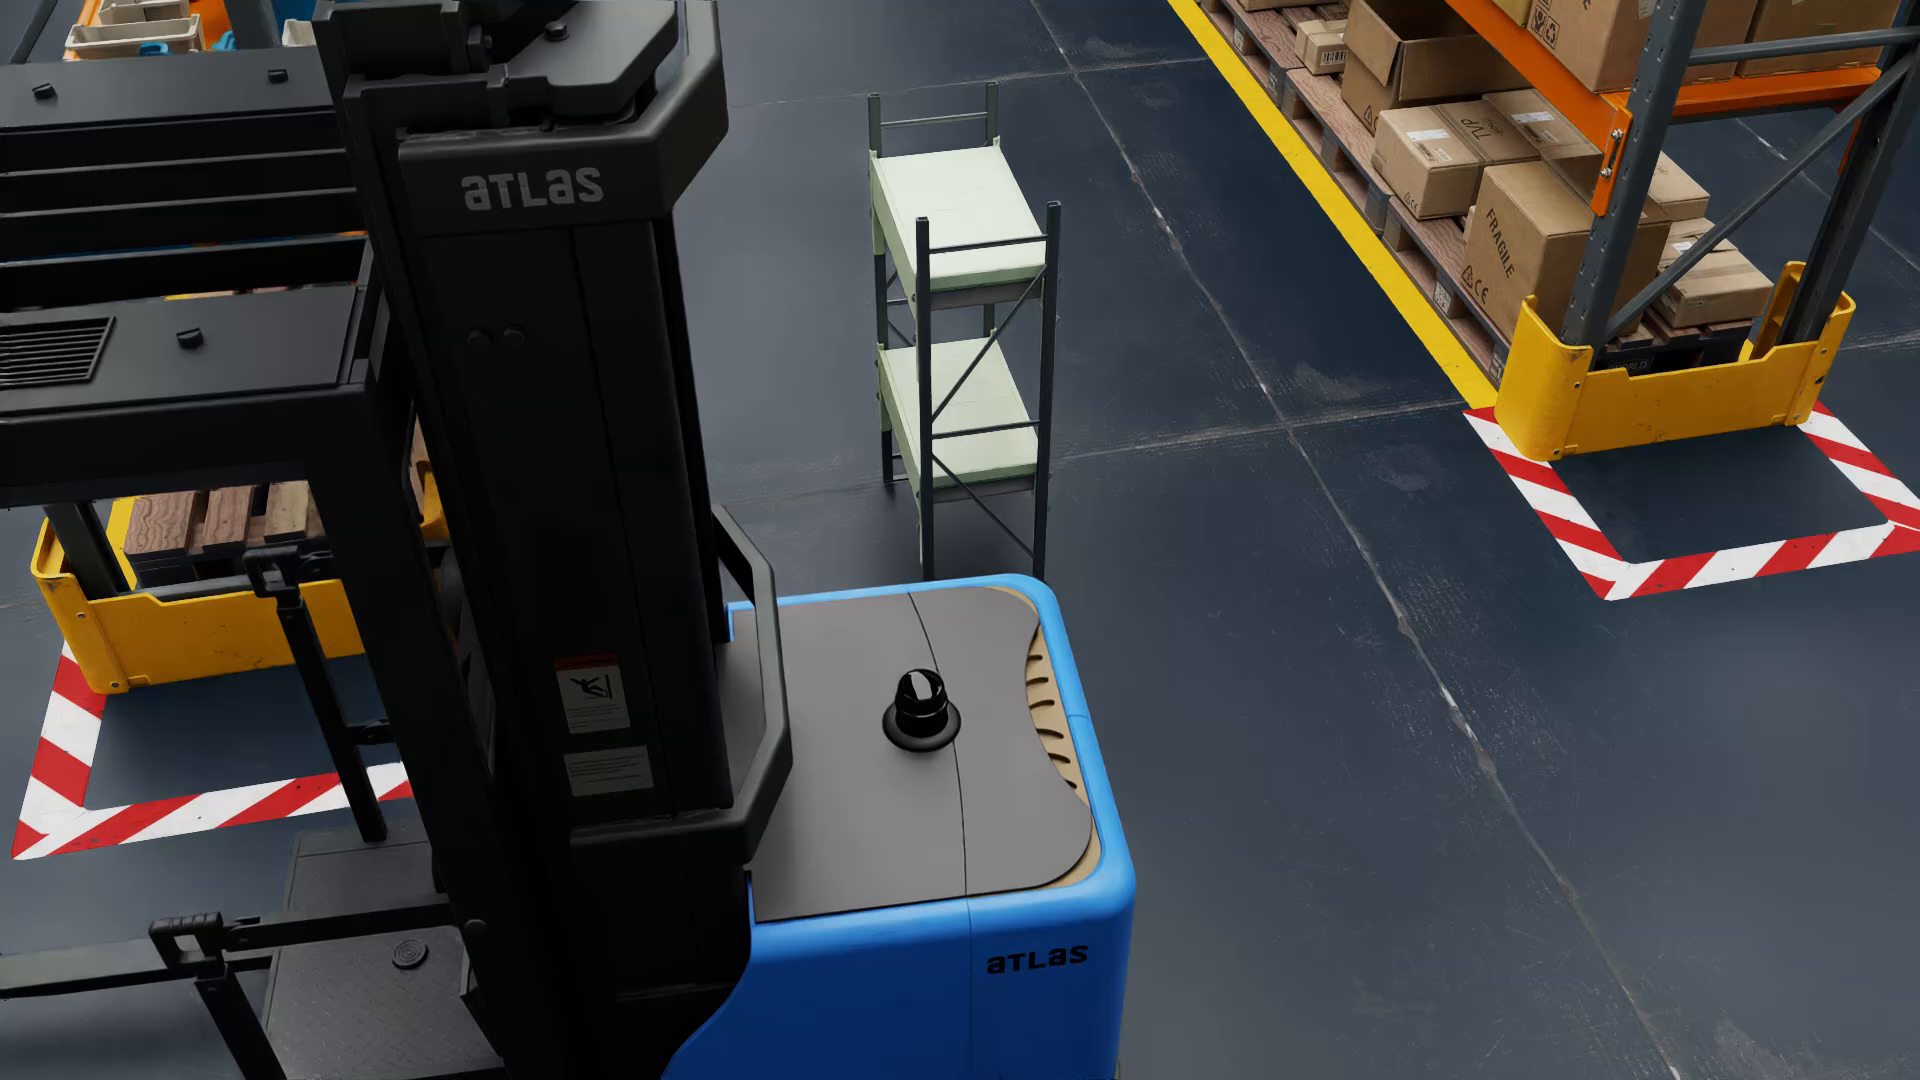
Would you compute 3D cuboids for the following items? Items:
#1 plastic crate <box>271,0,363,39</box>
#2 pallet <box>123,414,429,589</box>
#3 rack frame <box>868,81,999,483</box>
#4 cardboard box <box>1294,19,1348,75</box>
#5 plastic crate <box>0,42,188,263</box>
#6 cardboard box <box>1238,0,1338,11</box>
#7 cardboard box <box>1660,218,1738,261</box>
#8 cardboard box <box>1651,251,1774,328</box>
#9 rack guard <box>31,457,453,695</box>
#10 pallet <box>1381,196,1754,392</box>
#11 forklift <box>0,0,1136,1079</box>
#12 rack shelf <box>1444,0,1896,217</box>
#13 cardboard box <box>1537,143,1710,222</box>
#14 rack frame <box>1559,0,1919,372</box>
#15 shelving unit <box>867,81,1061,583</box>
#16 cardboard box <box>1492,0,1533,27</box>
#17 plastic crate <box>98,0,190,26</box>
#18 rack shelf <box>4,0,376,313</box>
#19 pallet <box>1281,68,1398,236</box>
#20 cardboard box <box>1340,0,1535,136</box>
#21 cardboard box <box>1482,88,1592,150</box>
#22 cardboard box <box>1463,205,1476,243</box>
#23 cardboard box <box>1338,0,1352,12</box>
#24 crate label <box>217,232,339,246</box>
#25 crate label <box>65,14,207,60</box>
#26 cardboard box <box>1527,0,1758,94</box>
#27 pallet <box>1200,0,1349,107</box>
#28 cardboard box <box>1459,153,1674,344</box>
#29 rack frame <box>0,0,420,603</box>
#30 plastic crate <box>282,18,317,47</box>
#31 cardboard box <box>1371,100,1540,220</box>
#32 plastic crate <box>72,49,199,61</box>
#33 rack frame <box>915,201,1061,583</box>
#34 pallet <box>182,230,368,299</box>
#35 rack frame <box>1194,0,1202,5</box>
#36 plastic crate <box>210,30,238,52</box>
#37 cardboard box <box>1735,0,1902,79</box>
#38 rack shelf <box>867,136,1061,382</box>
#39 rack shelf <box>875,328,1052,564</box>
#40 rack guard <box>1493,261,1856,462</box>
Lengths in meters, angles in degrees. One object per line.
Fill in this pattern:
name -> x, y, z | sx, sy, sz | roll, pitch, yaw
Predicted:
plastic crate -> -2.229, -1.858, 5.664 | 0.416, 0.233, 0.300 | -8, 42, -9
pallet -> -2.353, -0.335, 5.968 | 1.003, 0.211, 1.213 | -8, 42, -9
rack frame -> -0.080, -0.802, 5.524 | 0.400, 1.500, 0.023 | -8, 42, -9
cardboard box -> 1.837, -2.380, 7.974 | 0.380, 0.166, 0.250 | -8, 42, -9
plastic crate -> -2.467, -1.063, 4.616 | 0.616, 0.435, 0.499 | -8, 42, -9
cardboard box -> 1.641, -2.993, 8.557 | 0.500, 0.311, 0.500 | -8, 42, -9
cardboard box -> 2.816, -1.132, 6.569 | 0.380, 0.166, 0.250 | -8, 42, -9
cardboard box -> 2.870, -0.964, 6.392 | 0.380, 0.149, 0.250 | -8, 42, -9
rack guard -> -2.195, 0.111, 5.248 | 1.175, 0.500, 0.348 | -8, 42, -9
pallet -> 2.435, -1.068, 6.794 | 1.003, 0.211, 1.213 | -8, 42, -9
forklift -> -1.187, 0.243, 3.269 | 3.031, 2.935, 1.130 | -6, 42, -7
rack shelf -> 2.193, -2.572, 6.930 | 1.077, 0.370, 4.000 | -8, 42, -9
cardboard box -> 2.676, -1.398, 6.805 | 0.500, 0.250, 0.500 | -8, 42, -9
rack frame -> 2.625, -1.545, 5.231 | 1.000, 3.000, 0.127 | -8, 42, -9
shelving unit -> -0.001, -0.565, 5.257 | 0.431, 1.500, 0.755 | -8, 42, -9
cardboard box -> 2.147, -2.169, 5.859 | 0.500, 0.500, 0.500 | -8, 42, -9
plastic crate -> -2.780, -1.820, 5.694 | 0.298, 0.136, 0.250 | -8, 42, -9
rack shelf -> -2.645, -1.865, 6.133 | 1.077, 0.370, 4.000 | -8, 42, -9
pallet -> 2.175, -1.857, 7.683 | 1.003, 0.211, 1.213 | -8, 42, -9
cardboard box -> 2.172, -2.151, 7.463 | 0.797, 0.503, 0.637 | -8, 42, -9
cardboard box -> 2.568, -1.722, 7.170 | 0.500, 0.250, 0.500 | -8, 42, -9
cardboard box -> 2.267, -1.242, 6.693 | 0.380, 0.166, 0.250 | -8, 42, -9
cardboard box -> 2.161, -3.038, 8.465 | 0.500, 0.500, 0.500 | -8, 42, -9
crate label -> -1.945, -1.004, 4.703 | 0.416, 0.233, 0.303 | -8, 42, -9
crate label -> -2.698, -1.631, 5.481 | 0.396, 0.136, 0.243 | -8, 42, -9
cardboard box -> 2.262, -1.833, 5.480 | 0.500, 0.500, 0.500 | -7, 42, -8
pallet -> 1.909, -2.649, 8.576 | 1.003, 0.211, 1.213 | -8, 42, -9
cardboard box -> 2.267, -1.091, 6.272 | 0.500, 0.500, 0.500 | -8, 42, -9
rack frame -> -2.213, -0.837, 4.434 | 1.000, 3.000, 0.127 | -8, 42, -9
plastic crate -> -2.079, -1.628, 5.478 | 0.250, 0.136, 0.298 | -8, 42, -9
cardboard box -> 2.091, -1.618, 7.053 | 0.500, 0.250, 0.500 | -8, 42, -9
plastic crate -> -2.614, -1.454, 5.282 | 0.396, 0.136, 0.243 | -8, 42, -9
rack frame -> 0.078, -0.328, 4.990 | 0.400, 1.500, 0.023 | -8, 42, -9
pallet -> -2.613, -1.124, 6.857 | 1.003, 0.211, 1.213 | -8, 42, -9
rack frame -> 1.761, -4.137, 8.151 | 1.000, 3.000, 0.127 | -8, 42, -9
plastic crate -> -2.087, -1.431, 5.183 | 0.416, 0.233, 0.300 | -8, 42, -9
cardboard box -> 2.786, -1.907, 5.564 | 0.500, 0.500, 0.500 | -8, 42, -8
rack shelf -> -0.001, -0.857, 4.998 | 0.431, 0.370, 0.720 | -8, 42, -9
rack shelf -> -0.001, -0.321, 5.473 | 0.431, 0.370, 0.720 | -8, 42, -9
rack guard -> 2.608, -0.659, 6.116 | 1.175, 0.500, 0.348 | -8, 42, -9
